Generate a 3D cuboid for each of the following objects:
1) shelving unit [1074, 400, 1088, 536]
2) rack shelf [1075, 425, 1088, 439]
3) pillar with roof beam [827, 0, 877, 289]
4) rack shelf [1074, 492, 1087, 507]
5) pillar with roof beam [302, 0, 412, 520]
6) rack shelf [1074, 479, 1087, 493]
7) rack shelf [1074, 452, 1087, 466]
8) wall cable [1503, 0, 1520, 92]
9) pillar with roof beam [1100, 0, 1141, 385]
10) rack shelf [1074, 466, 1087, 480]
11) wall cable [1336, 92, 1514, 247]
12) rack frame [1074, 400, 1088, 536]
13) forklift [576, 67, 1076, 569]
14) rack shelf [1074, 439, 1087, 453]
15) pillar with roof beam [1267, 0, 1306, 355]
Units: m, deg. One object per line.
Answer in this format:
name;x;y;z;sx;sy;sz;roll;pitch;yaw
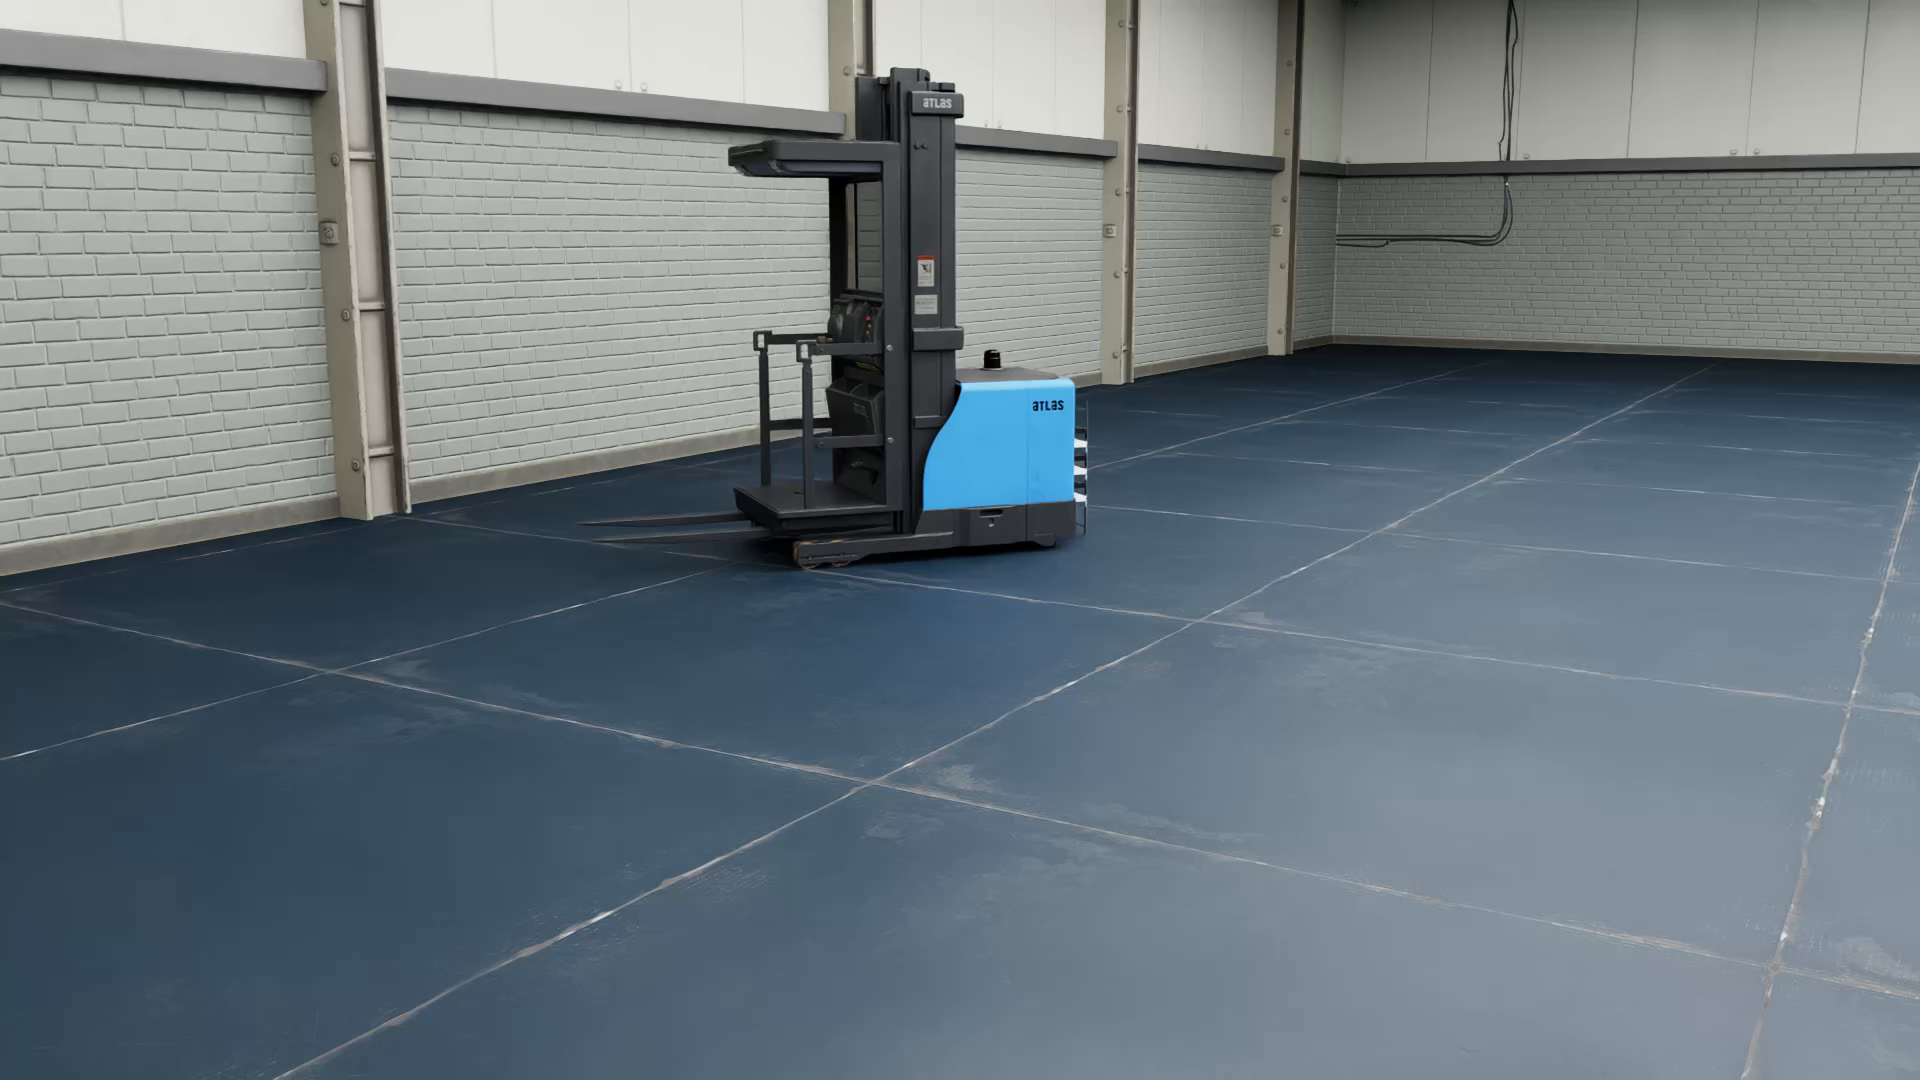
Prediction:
shelving unit;0.694;-0.480;10.986;0.210;0.900;0.258;-4;11;-21
rack shelf;0.694;-0.712;10.943;0.200;0.077;0.258;-4;11;-21
pillar with roof beam;2.630;-5.138;13.860;9.100;9.000;0.400;6;12;31
rack shelf;0.694;-0.270;11.025;0.200;0.077;0.258;-4;11;-21
pillar with roof beam;-0.486;-4.195;8.820;9.100;9.000;0.400;6;12;31
rack shelf;0.694;-0.359;11.009;0.200;0.077;0.258;-4;11;-21
rack shelf;0.694;-0.536;10.976;0.200;0.077;0.258;-4;11;-21
wall cable;10.152;-8.471;26.378;3.097;2.526;0.112;6;12;31
pillar with roof beam;5.745;-6.082;18.900;9.100;9.000;0.400;6;12;31
rack shelf;0.694;-0.447;10.992;0.200;0.077;0.258;-4;11;-21
wall cable;7.840;-6.247;28.224;3.097;2.526;0.112;6;12;31
rack frame;0.789;-0.487;11.023;0.006;0.900;0.240;-4;11;-21
forklift;-0.832;-1.375;10.246;3.031;2.935;1.130;-4;11;-21
rack shelf;0.694;-0.624;10.959;0.200;0.077;0.258;-4;11;-21
pillar with roof beam;8.860;-7.025;23.941;9.100;9.000;0.400;6;12;31
